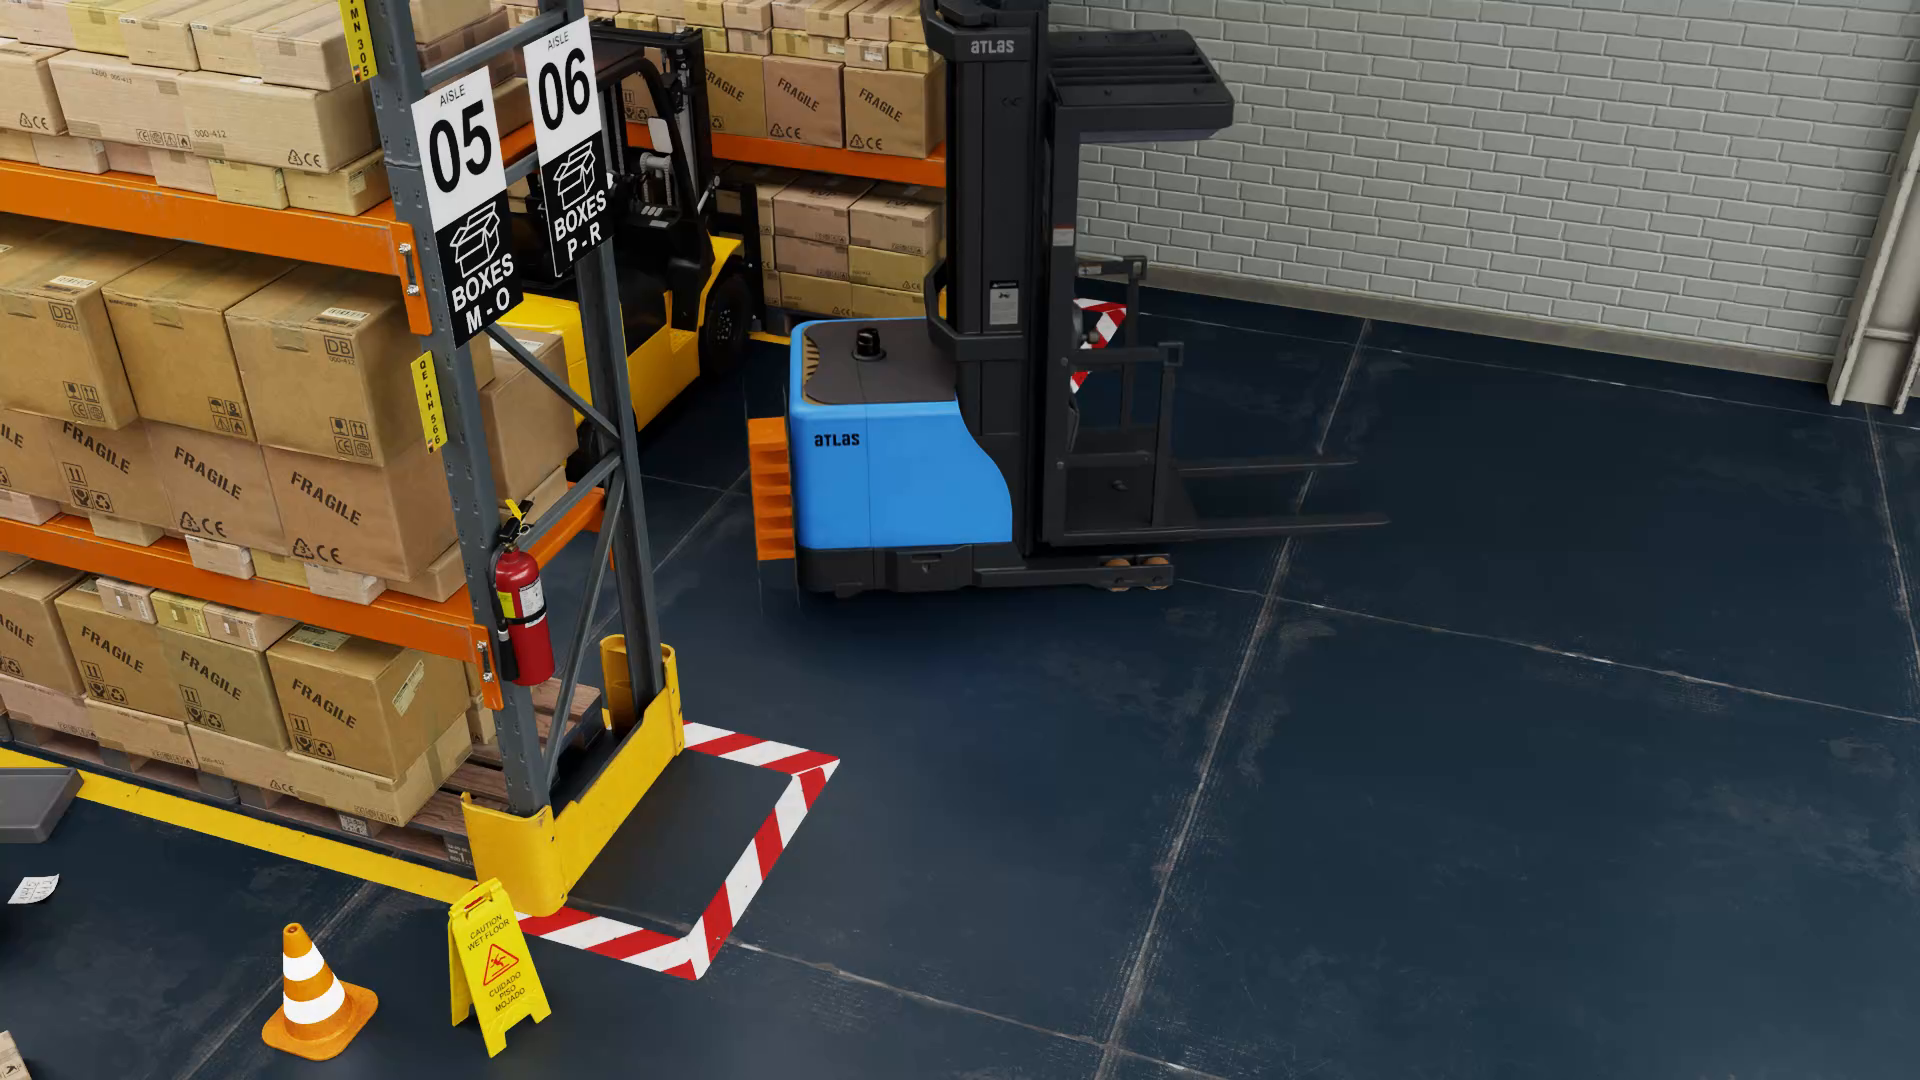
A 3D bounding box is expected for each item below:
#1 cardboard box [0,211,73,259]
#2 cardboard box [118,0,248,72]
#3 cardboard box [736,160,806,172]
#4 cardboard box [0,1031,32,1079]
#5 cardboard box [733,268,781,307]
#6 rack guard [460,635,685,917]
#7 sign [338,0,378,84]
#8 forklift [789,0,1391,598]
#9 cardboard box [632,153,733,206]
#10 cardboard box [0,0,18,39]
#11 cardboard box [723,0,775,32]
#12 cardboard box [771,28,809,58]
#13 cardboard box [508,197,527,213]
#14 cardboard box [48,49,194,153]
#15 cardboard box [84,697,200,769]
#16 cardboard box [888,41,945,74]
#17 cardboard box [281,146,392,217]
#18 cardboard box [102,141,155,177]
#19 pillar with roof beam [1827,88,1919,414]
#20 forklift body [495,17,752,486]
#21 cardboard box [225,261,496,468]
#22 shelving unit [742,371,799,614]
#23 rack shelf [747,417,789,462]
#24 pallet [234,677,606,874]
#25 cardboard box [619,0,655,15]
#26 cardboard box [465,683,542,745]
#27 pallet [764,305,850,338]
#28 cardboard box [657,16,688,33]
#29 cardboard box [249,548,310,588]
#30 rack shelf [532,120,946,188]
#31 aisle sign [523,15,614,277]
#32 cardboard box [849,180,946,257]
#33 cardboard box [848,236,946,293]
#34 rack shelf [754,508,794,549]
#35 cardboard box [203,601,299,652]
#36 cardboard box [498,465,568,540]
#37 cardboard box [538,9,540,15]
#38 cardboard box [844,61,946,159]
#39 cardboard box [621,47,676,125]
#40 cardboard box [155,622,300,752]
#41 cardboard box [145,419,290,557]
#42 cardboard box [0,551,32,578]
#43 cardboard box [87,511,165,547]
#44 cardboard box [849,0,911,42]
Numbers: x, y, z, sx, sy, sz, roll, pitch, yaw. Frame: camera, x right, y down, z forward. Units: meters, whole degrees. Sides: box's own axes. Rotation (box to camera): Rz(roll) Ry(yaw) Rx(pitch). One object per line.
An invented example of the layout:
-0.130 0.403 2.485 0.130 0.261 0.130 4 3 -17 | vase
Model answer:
-3.451 -0.966 6.192 0.500 0.500 0.700 11 34 16 | cardboard box
-2.379 -1.602 5.197 0.250 0.149 0.380 11 34 16 | cardboard box
-1.141 -2.445 10.998 0.500 0.250 0.500 11 34 16 | cardboard box
-3.399 1.892 5.682 0.380 0.149 0.250 -25 40 -33 | cardboard box
-1.295 -1.771 10.875 0.500 0.250 0.500 11 35 17 | cardboard box
-1.556 0.939 6.835 0.348 0.500 1.175 11 34 16 | rack guard
-1.691 -1.450 4.648 0.005 0.325 0.100 11 34 16 | sign
0.668 -1.256 7.993 3.031 2.935 1.130 -2 33 -4 | forklift
-1.788 -2.273 10.731 0.500 0.250 0.500 10 34 15 | cardboard box
-3.066 -1.785 5.480 0.250 0.149 0.380 10 34 15 | cardboard box
-1.212 -3.168 9.927 0.250 0.149 0.380 12 35 18 | cardboard box
-0.938 -3.029 9.986 0.250 0.149 0.380 11 34 16 | cardboard box
-2.753 -2.259 11.170 0.500 0.250 0.500 11 34 16 | cardboard box
-2.526 -1.475 5.368 0.500 0.250 0.500 11 34 16 | cardboard box
-3.316 0.679 7.081 0.500 0.250 0.500 10 34 15 | cardboard box
-0.235 -2.867 9.736 0.250 0.149 0.380 12 35 17 | cardboard box
-1.915 -1.174 5.270 0.250 0.149 0.380 11 34 17 | cardboard box
-2.615 -1.350 5.541 0.250 0.149 0.380 11 35 17 | cardboard box
4.031 -2.444 4.240 0.400 9.000 9.100 11 34 16 | pillar with roof beam
-2.214 -1.691 9.387 1.214 2.155 2.313 11 34 16 | forklift body
-2.039 -0.666 5.729 0.500 0.500 0.700 10 34 15 | cardboard box
-0.903 -0.212 7.972 0.189 1.200 0.258 -5 33 -7 | shelving unit
-0.903 -0.477 7.800 0.180 0.103 0.258 -5 33 -7 | rack shelf
-2.309 0.893 7.172 1.213 0.211 1.003 11 34 16 | pallet
-1.899 -3.362 10.228 0.250 0.149 0.380 11 34 17 | cardboard box
-2.151 0.593 7.215 0.500 0.250 0.500 11 34 16 | cardboard box
-0.548 -1.580 11.002 1.213 0.211 1.003 11 34 16 | pallet
-1.655 -3.181 10.222 0.250 0.149 0.380 11 34 16 | cardboard box
-2.419 0.001 6.214 0.250 0.149 0.380 10 34 16 | cardboard box
-1.696 -2.696 10.824 4.000 0.370 1.077 11 34 16 | rack shelf
-1.322 -1.336 5.658 0.004 0.787 0.394 11 34 16 | aisle sign
-0.352 -1.999 10.307 0.500 0.250 0.500 12 35 18 | cardboard box
-0.377 -1.793 10.449 0.500 0.250 0.500 11 34 16 | cardboard box
-0.903 -0.073 8.061 0.180 0.103 0.258 -5 33 -7 | rack shelf
-2.695 0.247 6.460 0.250 0.149 0.380 12 35 18 | cardboard box
-1.735 -0.160 6.464 0.250 0.149 0.380 11 34 17 | cardboard box
-2.415 -3.275 10.366 0.250 0.149 0.380 11 34 16 | cardboard box
-0.366 -2.631 9.967 0.500 0.500 0.500 10 34 15 | cardboard box
-1.810 -2.910 10.400 0.500 0.500 0.500 11 35 17 | cardboard box
-2.819 0.459 6.730 0.500 0.500 0.500 12 35 18 | cardboard box
-2.558 -0.317 6.109 0.500 0.500 0.500 11 34 17 | cardboard box
-3.950 0.002 6.840 0.250 0.149 0.380 13 35 19 | cardboard box
-3.137 -0.149 6.448 0.250 0.149 0.380 11 34 16 | cardboard box
-0.465 -3.059 9.758 0.250 0.149 0.380 11 34 17 | cardboard box
